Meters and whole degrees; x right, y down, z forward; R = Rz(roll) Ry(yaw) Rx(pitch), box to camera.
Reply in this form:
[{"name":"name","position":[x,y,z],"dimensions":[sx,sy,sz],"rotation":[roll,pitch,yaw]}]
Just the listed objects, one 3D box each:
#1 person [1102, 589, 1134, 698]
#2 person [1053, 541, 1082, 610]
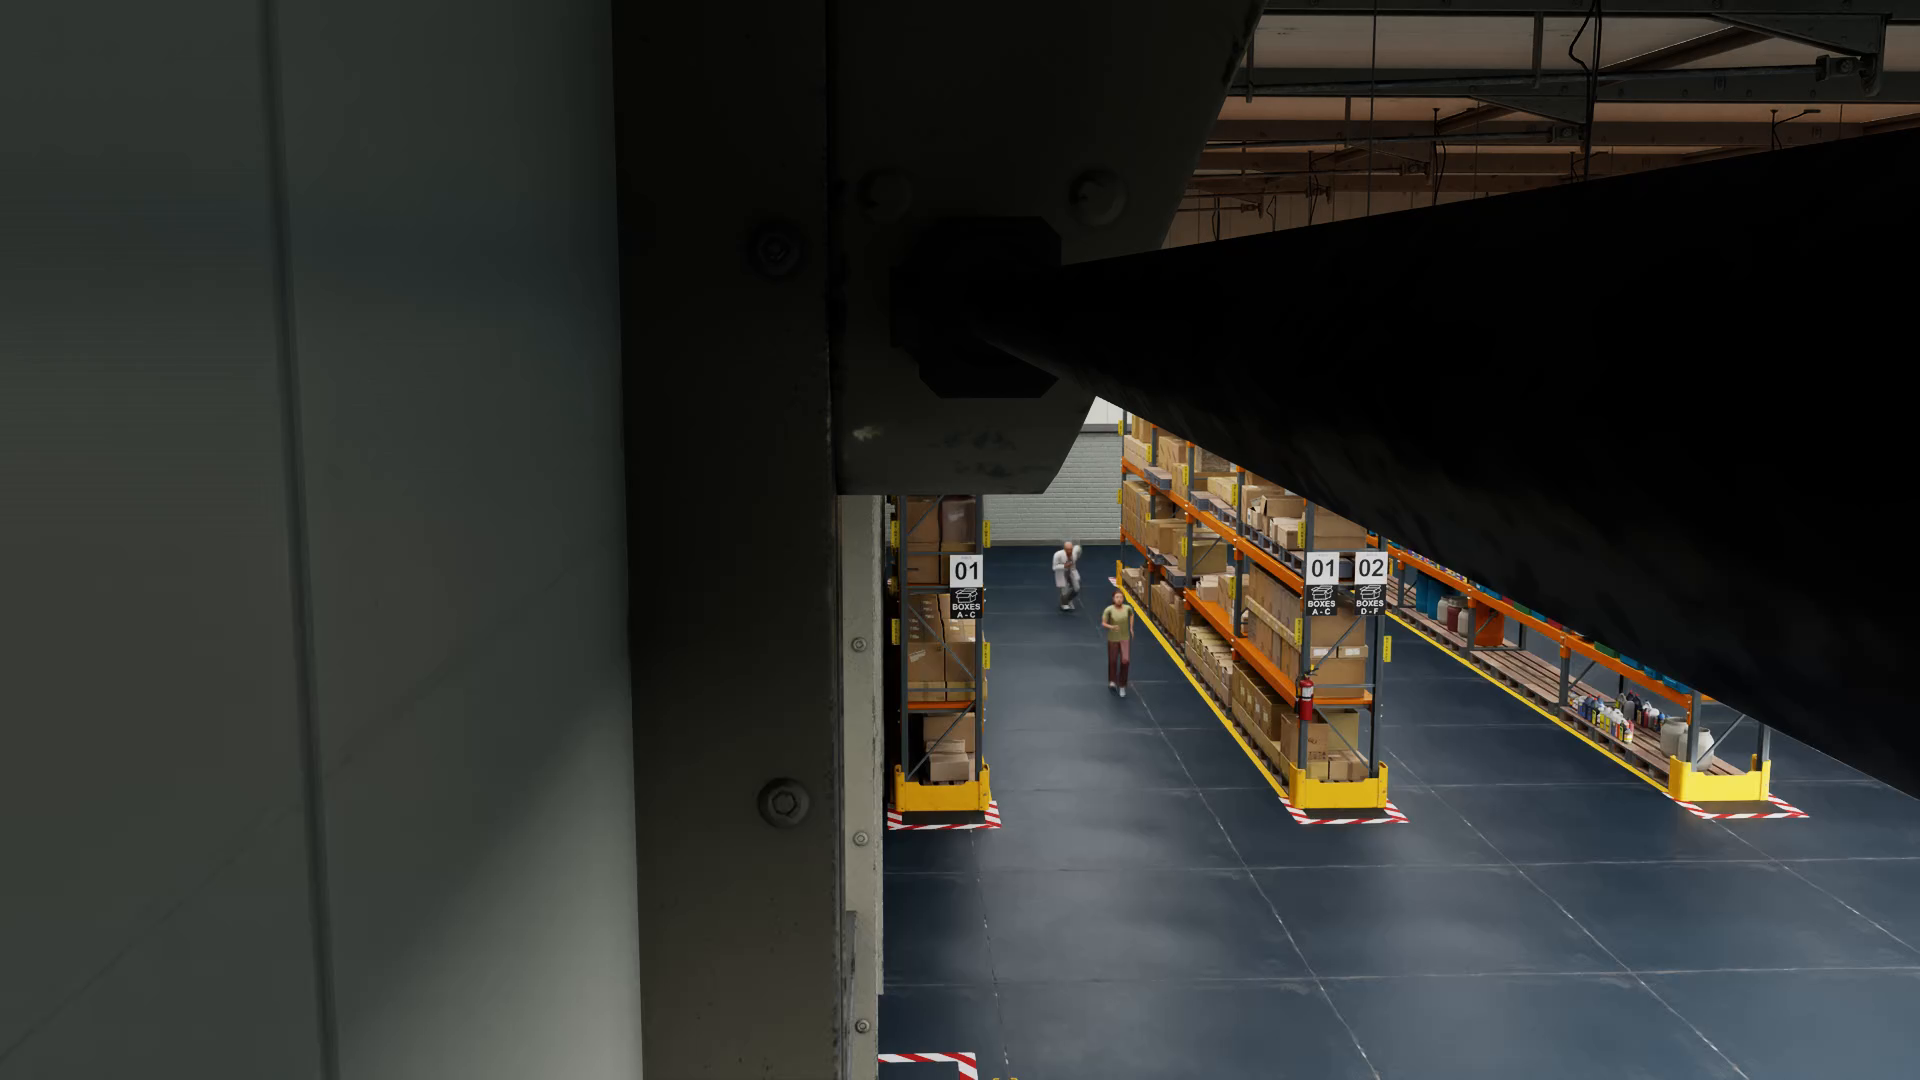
[{"name":"person","position":[2.509,1.623,26.423],"dimensions":[0.548,1.713,0.802],"rotation":[0,8,-2]},{"name":"person","position":[2.149,0.712,33.114],"dimensions":[0.711,1.484,1.056],"rotation":[-2,9,-13]}]
